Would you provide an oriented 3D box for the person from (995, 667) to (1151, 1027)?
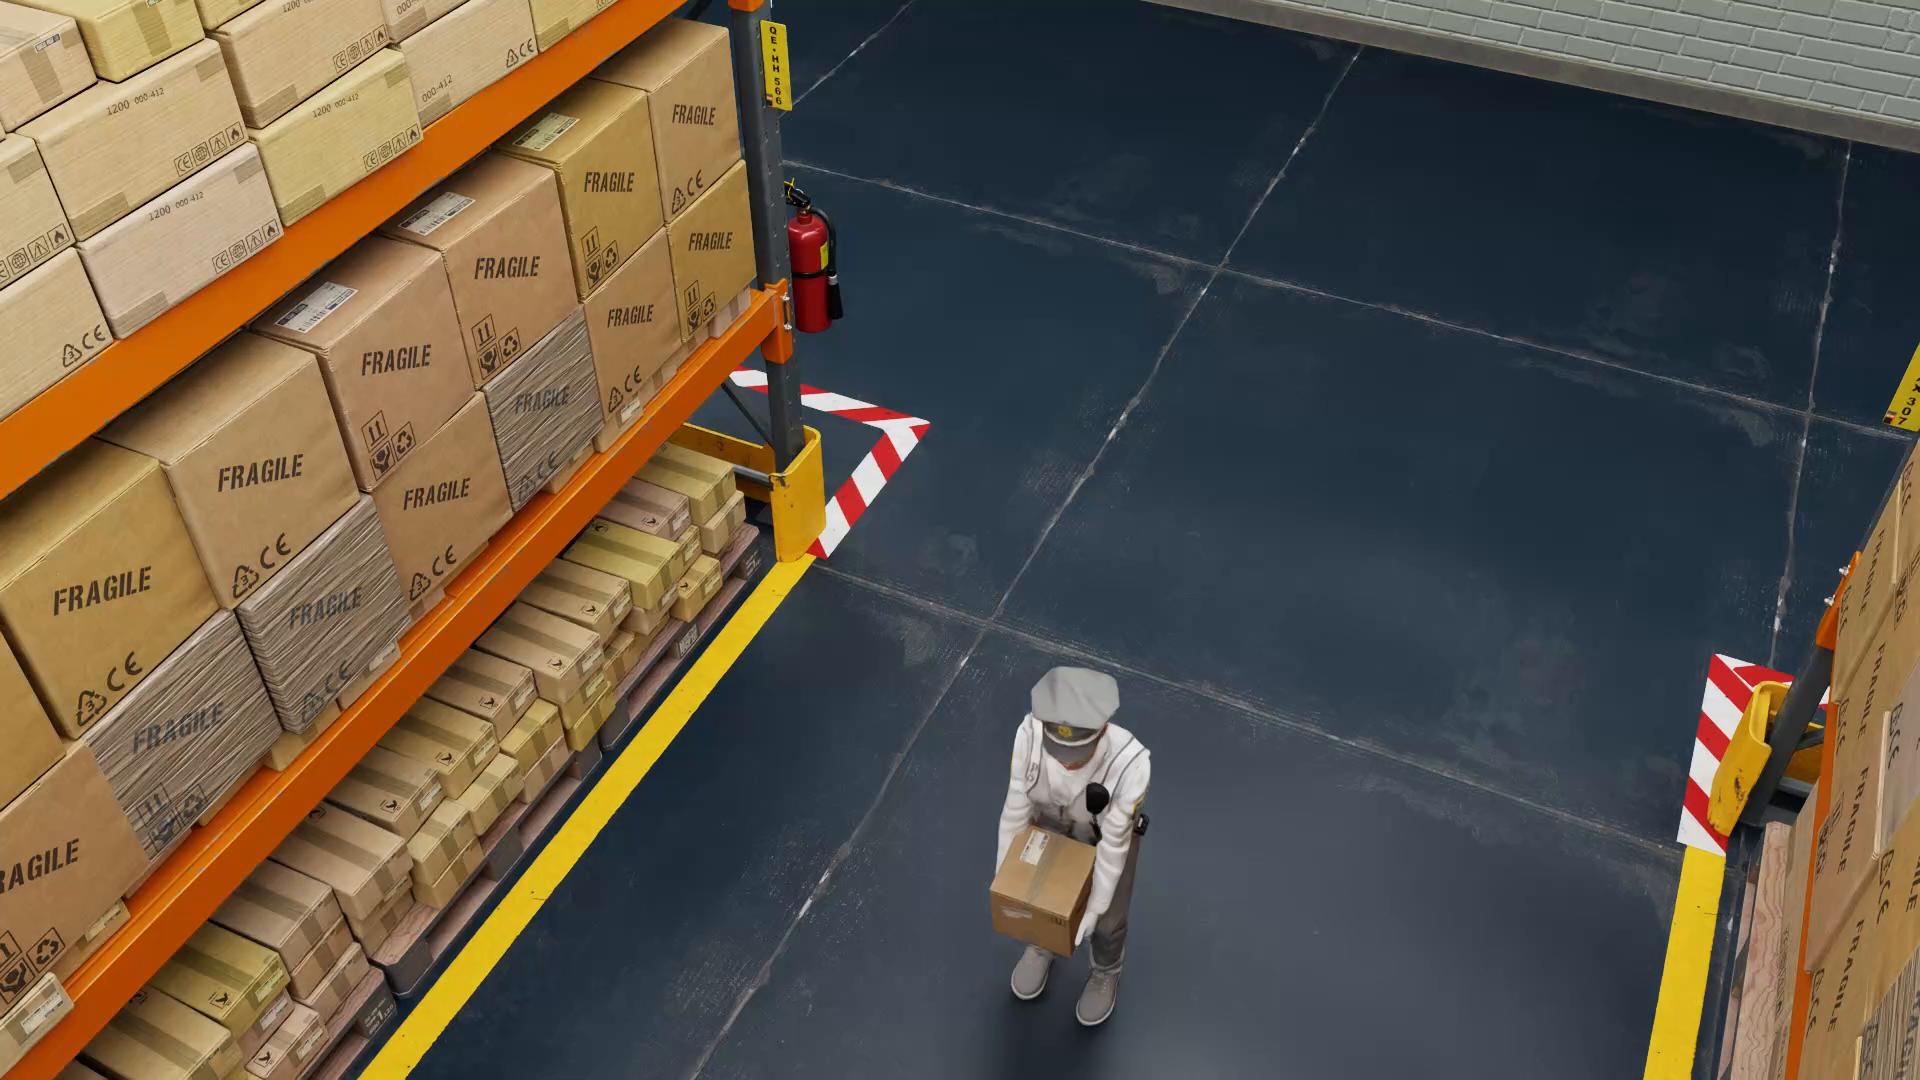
[{"bbox_3d":[0.351,0.963,5.131,0.412,1.630,0.560,17,45,18],"label":"person"}]
